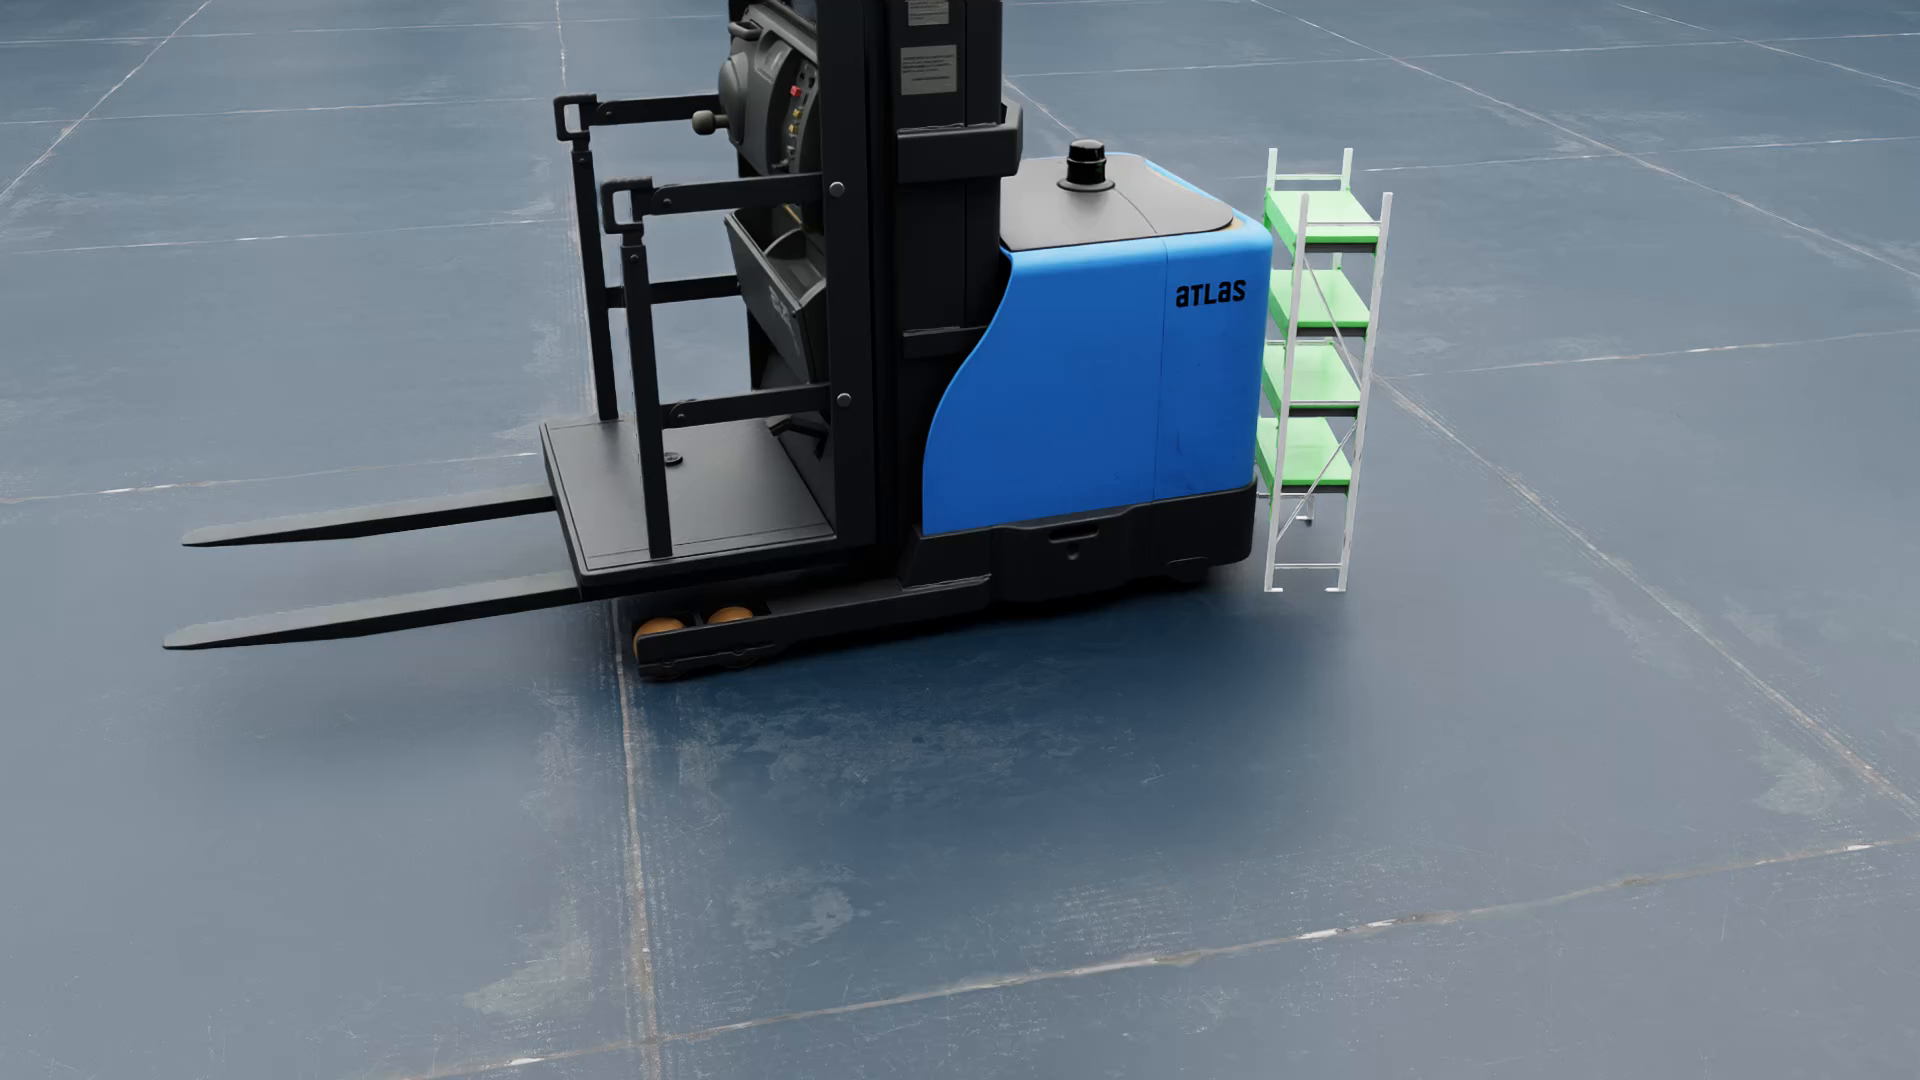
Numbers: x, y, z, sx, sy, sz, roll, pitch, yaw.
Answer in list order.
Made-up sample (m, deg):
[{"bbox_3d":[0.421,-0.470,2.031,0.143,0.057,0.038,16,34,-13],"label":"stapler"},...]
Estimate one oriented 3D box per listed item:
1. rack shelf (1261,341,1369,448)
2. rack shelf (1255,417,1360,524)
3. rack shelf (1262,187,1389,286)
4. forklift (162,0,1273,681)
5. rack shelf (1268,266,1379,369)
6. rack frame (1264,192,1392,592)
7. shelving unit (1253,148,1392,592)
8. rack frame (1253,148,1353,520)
[{"bbox_3d":[1.024,-0.436,4.925,0.258,0.148,0.480,0,27,0],"label":"rack shelf"},{"bbox_3d":[1.024,-0.222,5.033,0.258,0.148,0.480,0,27,0],"label":"rack shelf"},{"bbox_3d":[1.024,-0.865,4.708,0.258,0.148,0.480,0,27,0],"label":"rack shelf"},{"bbox_3d":[-0.693,-1.196,4.367,3.031,2.935,1.130,-9,28,-17],"label":"forklift"},{"bbox_3d":[1.024,-0.651,4.816,0.258,0.148,0.480,0,27,0],"label":"rack shelf"},{"bbox_3d":[1.025,-0.383,4.678,0.240,1.200,0.015,0,27,0],"label":"rack frame"},{"bbox_3d":[1.024,-0.493,4.896,0.258,1.200,0.503,0,27,0],"label":"shelving unit"},{"bbox_3d":[1.023,-0.603,5.114,0.240,1.200,0.015,0,27,0],"label":"rack frame"}]
